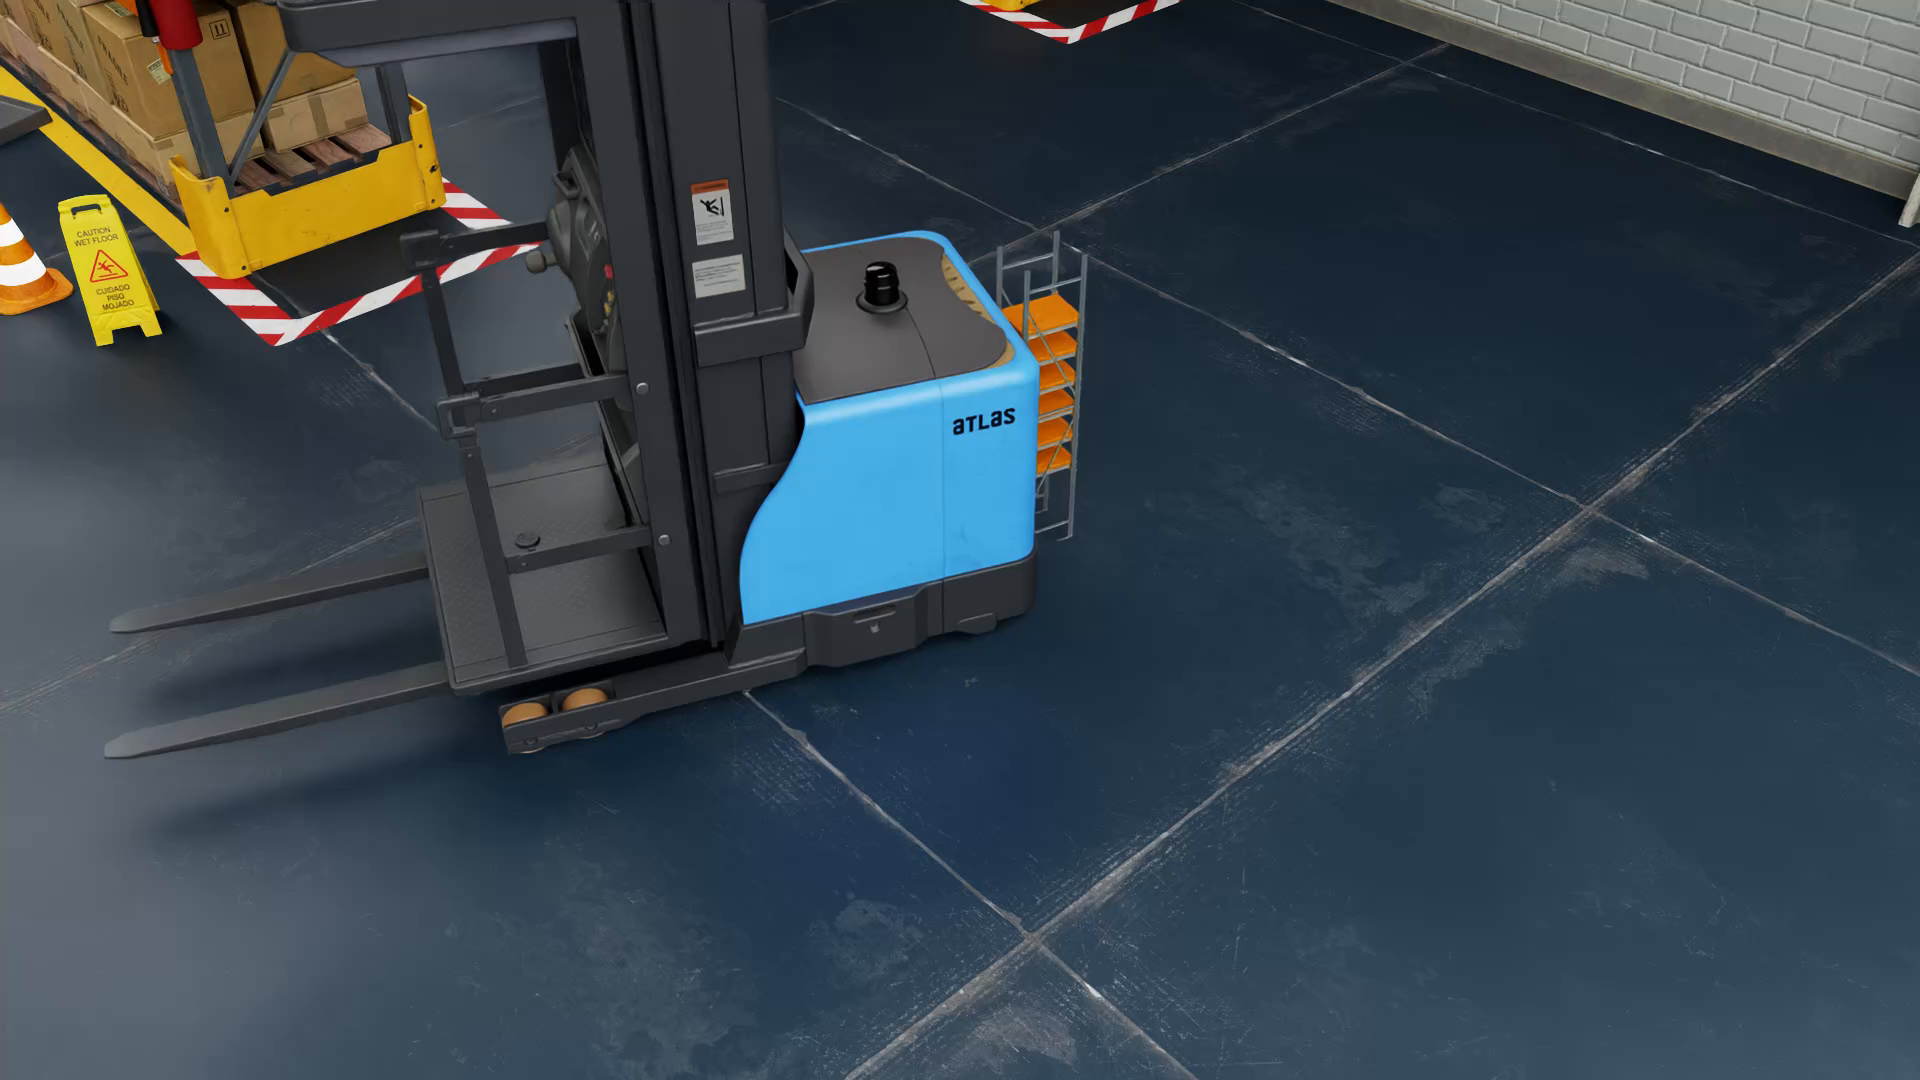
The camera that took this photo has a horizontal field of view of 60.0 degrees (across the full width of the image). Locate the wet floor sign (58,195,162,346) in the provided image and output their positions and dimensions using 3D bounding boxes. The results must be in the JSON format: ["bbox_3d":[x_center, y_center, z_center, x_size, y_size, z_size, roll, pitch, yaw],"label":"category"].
[{"bbox_3d":[-3.708,-1.199,7.221,0.267,0.644,0.232,-15,41,-17],"label":"wet floor sign"}]

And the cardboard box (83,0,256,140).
[{"bbox_3d":[-3.782,-2.303,7.971,0.500,0.500,0.500,-30,47,-31],"label":"cardboard box"}]

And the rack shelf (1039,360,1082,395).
[{"bbox_3d":[0.273,-0.553,5.860,0.258,0.103,0.180,-19,42,-21],"label":"rack shelf"}]

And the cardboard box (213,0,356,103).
[{"bbox_3d":[-3.406,-2.544,8.270,0.500,0.500,0.500,-32,49,-33],"label":"cardboard box"}]

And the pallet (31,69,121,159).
[{"bbox_3d":[-4.444,-2.563,9.255,1.003,0.211,1.213,-30,48,-32],"label":"pallet"}]

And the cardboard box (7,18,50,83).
[{"bbox_3d":[-4.823,-2.728,9.094,0.500,0.250,0.500,-31,48,-32],"label":"cardboard box"}]

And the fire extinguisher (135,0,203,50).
[{"bbox_3d":[-3.310,-2.378,6.869,0.296,0.674,0.183,-30,48,-32],"label":"fire extinguisher"}]

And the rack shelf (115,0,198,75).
[{"bbox_3d":[-4.401,-3.303,8.525,1.077,0.370,4.000,-30,48,-32],"label":"rack shelf"}]

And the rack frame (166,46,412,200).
[{"bbox_3d":[-3.048,-2.657,7.153,1.000,3.000,0.127,-30,48,-32],"label":"rack frame"}]

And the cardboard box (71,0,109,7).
[{"bbox_3d":[-4.080,-2.696,7.942,0.380,0.149,0.250,-29,47,-31],"label":"cardboard box"}]

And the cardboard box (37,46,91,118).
[{"bbox_3d":[-4.495,-2.494,8.804,0.500,0.250,0.500,-32,49,-33],"label":"cardboard box"}]

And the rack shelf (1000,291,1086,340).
[{"bbox_3d":[0.273,-0.740,5.709,0.258,0.103,0.180,-19,42,-21],"label":"rack shelf"}]

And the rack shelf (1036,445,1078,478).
[{"bbox_3d":[0.273,-0.273,6.086,0.258,0.103,0.180,-19,42,-21],"label":"rack shelf"}]

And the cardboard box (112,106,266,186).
[{"bbox_3d":[-3.809,-2.022,8.220,0.500,0.250,0.500,-30,48,-32],"label":"cardboard box"}]

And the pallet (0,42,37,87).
[{"bbox_3d":[-5.273,-3.128,9.955,1.003,0.211,1.213,-30,48,-32],"label":"pallet"}]

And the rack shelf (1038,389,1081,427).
[{"bbox_3d":[0.273,-0.460,5.935,0.258,0.103,0.180,-19,42,-21],"label":"rack shelf"}]

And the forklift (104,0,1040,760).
[{"bbox_3d":[-1.304,-0.825,4.938,3.031,2.935,1.130,-13,41,-16],"label":"forklift"}]

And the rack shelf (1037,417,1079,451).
[{"bbox_3d":[0.273,-0.367,6.011,0.258,0.103,0.180,-19,42,-21],"label":"rack shelf"}]

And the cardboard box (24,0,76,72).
[{"bbox_3d":[-4.473,-2.779,8.561,0.500,0.500,0.500,-31,48,-33],"label":"cardboard box"}]

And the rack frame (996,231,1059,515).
[{"bbox_3d":[0.230,-0.545,5.970,0.240,1.200,0.006,-19,42,-21],"label":"rack frame"}]

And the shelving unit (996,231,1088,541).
[{"bbox_3d":[0.273,-0.494,5.907,0.258,1.200,0.189,-19,42,-21],"label":"shelving unit"}]

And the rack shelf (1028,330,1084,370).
[{"bbox_3d":[0.273,-0.647,5.784,0.258,0.103,0.180,-19,42,-21],"label":"rack shelf"}]

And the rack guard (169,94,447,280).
[{"bbox_3d":[-3.099,-1.720,7.982,1.175,0.500,0.348,-30,48,-32],"label":"rack guard"}]

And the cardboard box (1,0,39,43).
[{"bbox_3d":[-4.833,-3.023,8.863,0.500,0.500,0.500,-27,46,-30],"label":"cardboard box"}]

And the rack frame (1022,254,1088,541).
[{"bbox_3d":[0.316,-0.444,5.844,0.240,1.200,0.006,-19,42,-21],"label":"rack frame"}]

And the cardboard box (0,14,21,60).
[{"bbox_3d":[-5.184,-2.972,9.397,0.500,0.250,0.500,-27,46,-30],"label":"cardboard box"}]

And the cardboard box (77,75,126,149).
[{"bbox_3d":[-4.137,-2.254,8.507,0.500,0.250,0.500,-30,48,-32],"label":"cardboard box"}]

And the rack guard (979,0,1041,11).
[{"bbox_3d":[0.622,-3.785,10.538,1.175,0.500,0.348,-30,48,-32],"label":"rack guard"}]

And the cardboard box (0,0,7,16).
[{"bbox_3d":[-5.182,-3.263,9.161,0.500,0.500,0.500,-28,47,-30],"label":"cardboard box"}]

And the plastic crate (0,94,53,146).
[{"bbox_3d":[-5.295,-2.298,9.031,0.583,0.080,0.402,18,42,21],"label":"plastic crate"}]

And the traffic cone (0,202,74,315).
[{"bbox_3d":[-4.289,-1.321,7.517,0.336,0.463,0.334,-30,48,-32],"label":"traffic cone"}]

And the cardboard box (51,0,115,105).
[{"bbox_3d":[-4.137,-2.543,8.268,0.500,0.500,0.500,-28,47,-30],"label":"cardboard box"}]

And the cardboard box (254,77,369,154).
[{"bbox_3d":[-3.390,-2.242,8.492,0.500,0.250,0.500,-30,48,-32],"label":"cardboard box"}]

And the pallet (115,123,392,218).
[{"bbox_3d":[-3.623,-1.999,8.557,1.003,0.211,1.213,-30,48,-32],"label":"pallet"}]
